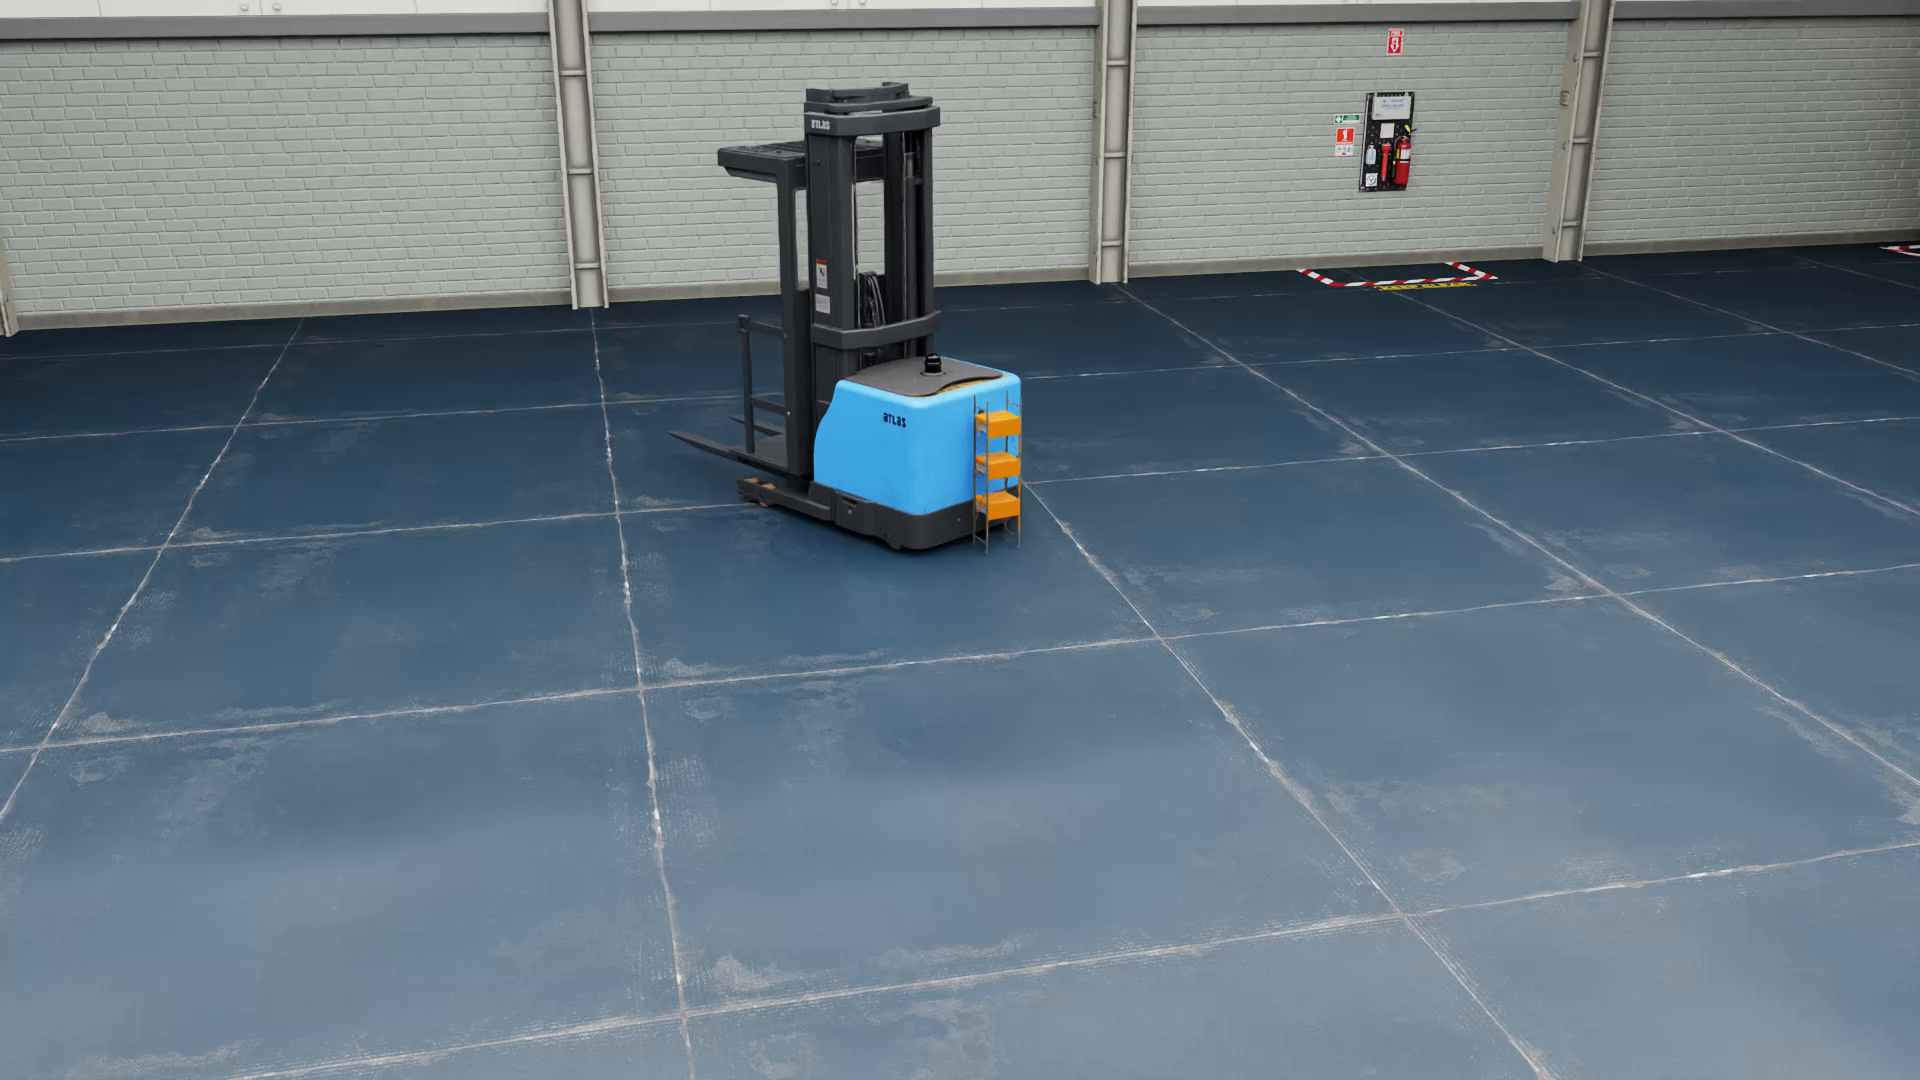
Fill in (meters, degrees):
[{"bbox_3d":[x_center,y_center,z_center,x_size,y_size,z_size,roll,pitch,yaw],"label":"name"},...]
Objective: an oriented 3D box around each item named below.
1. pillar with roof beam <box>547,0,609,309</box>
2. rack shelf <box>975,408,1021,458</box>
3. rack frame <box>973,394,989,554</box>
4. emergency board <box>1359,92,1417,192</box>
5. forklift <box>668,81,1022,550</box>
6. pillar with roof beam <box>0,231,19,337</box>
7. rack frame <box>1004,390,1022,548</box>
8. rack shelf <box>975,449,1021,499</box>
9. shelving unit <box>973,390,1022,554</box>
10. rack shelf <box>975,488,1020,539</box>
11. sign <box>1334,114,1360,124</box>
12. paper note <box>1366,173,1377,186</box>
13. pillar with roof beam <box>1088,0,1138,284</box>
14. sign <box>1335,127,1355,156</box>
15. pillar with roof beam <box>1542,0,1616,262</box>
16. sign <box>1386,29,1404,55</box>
[{"bbox_3d":[-3.098,-5.378,12.914,0.400,9.000,9.100,-5,21,-12],"label":"pillar with roof beam"},{"bbox_3d":[0.244,-0.705,10.920,0.240,0.259,0.215,-10,22,-26],"label":"rack shelf"},{"bbox_3d":[0.136,-0.429,10.961,0.008,1.050,0.200,-10,22,-26],"label":"rack frame"},{"bbox_3d":[5.176,-4.769,19.974,0.643,1.169,0.194,-5,21,-12],"label":"emergency board"},{"bbox_3d":[-0.972,-1.726,11.764,3.031,2.935,1.130,19,27,41],"label":"forklift"},{"bbox_3d":[-8.937,-4.903,11.618,0.400,9.000,9.100,-5,21,-12],"label":"pillar with roof beam"},{"bbox_3d":[0.352,-0.468,11.067,0.008,1.050,0.200,-10,22,-26],"label":"rack frame"},{"bbox_3d":[0.244,-0.439,11.017,0.240,0.259,0.215,-10,22,-26],"label":"rack shelf"},{"bbox_3d":[0.244,-0.449,11.014,0.252,1.050,0.215,-10,22,-26],"label":"shelving unit"},{"bbox_3d":[0.244,-0.178,11.113,0.240,0.259,0.215,-10,22,-26],"label":"rack shelf"},{"bbox_3d":[4.621,-5.023,19.844,0.331,0.109,0.001,-5,21,-12],"label":"sign"},{"bbox_3d":[4.988,-4.365,20.150,0.142,0.148,0.016,-5,21,-12],"label":"paper note"},{"bbox_3d":[2.741,-5.853,14.211,0.400,9.000,9.100,-5,21,-12],"label":"pillar with roof beam"},{"bbox_3d":[4.614,-4.777,19.942,0.234,0.329,0.001,-5,21,-12],"label":"sign"},{"bbox_3d":[8.580,-6.328,15.507,0.400,9.000,9.100,-5,21,-12],"label":"pillar with roof beam"},{"bbox_3d":[5.145,-5.891,19.664,0.199,0.298,0.001,-5,21,-12],"label":"sign"}]
